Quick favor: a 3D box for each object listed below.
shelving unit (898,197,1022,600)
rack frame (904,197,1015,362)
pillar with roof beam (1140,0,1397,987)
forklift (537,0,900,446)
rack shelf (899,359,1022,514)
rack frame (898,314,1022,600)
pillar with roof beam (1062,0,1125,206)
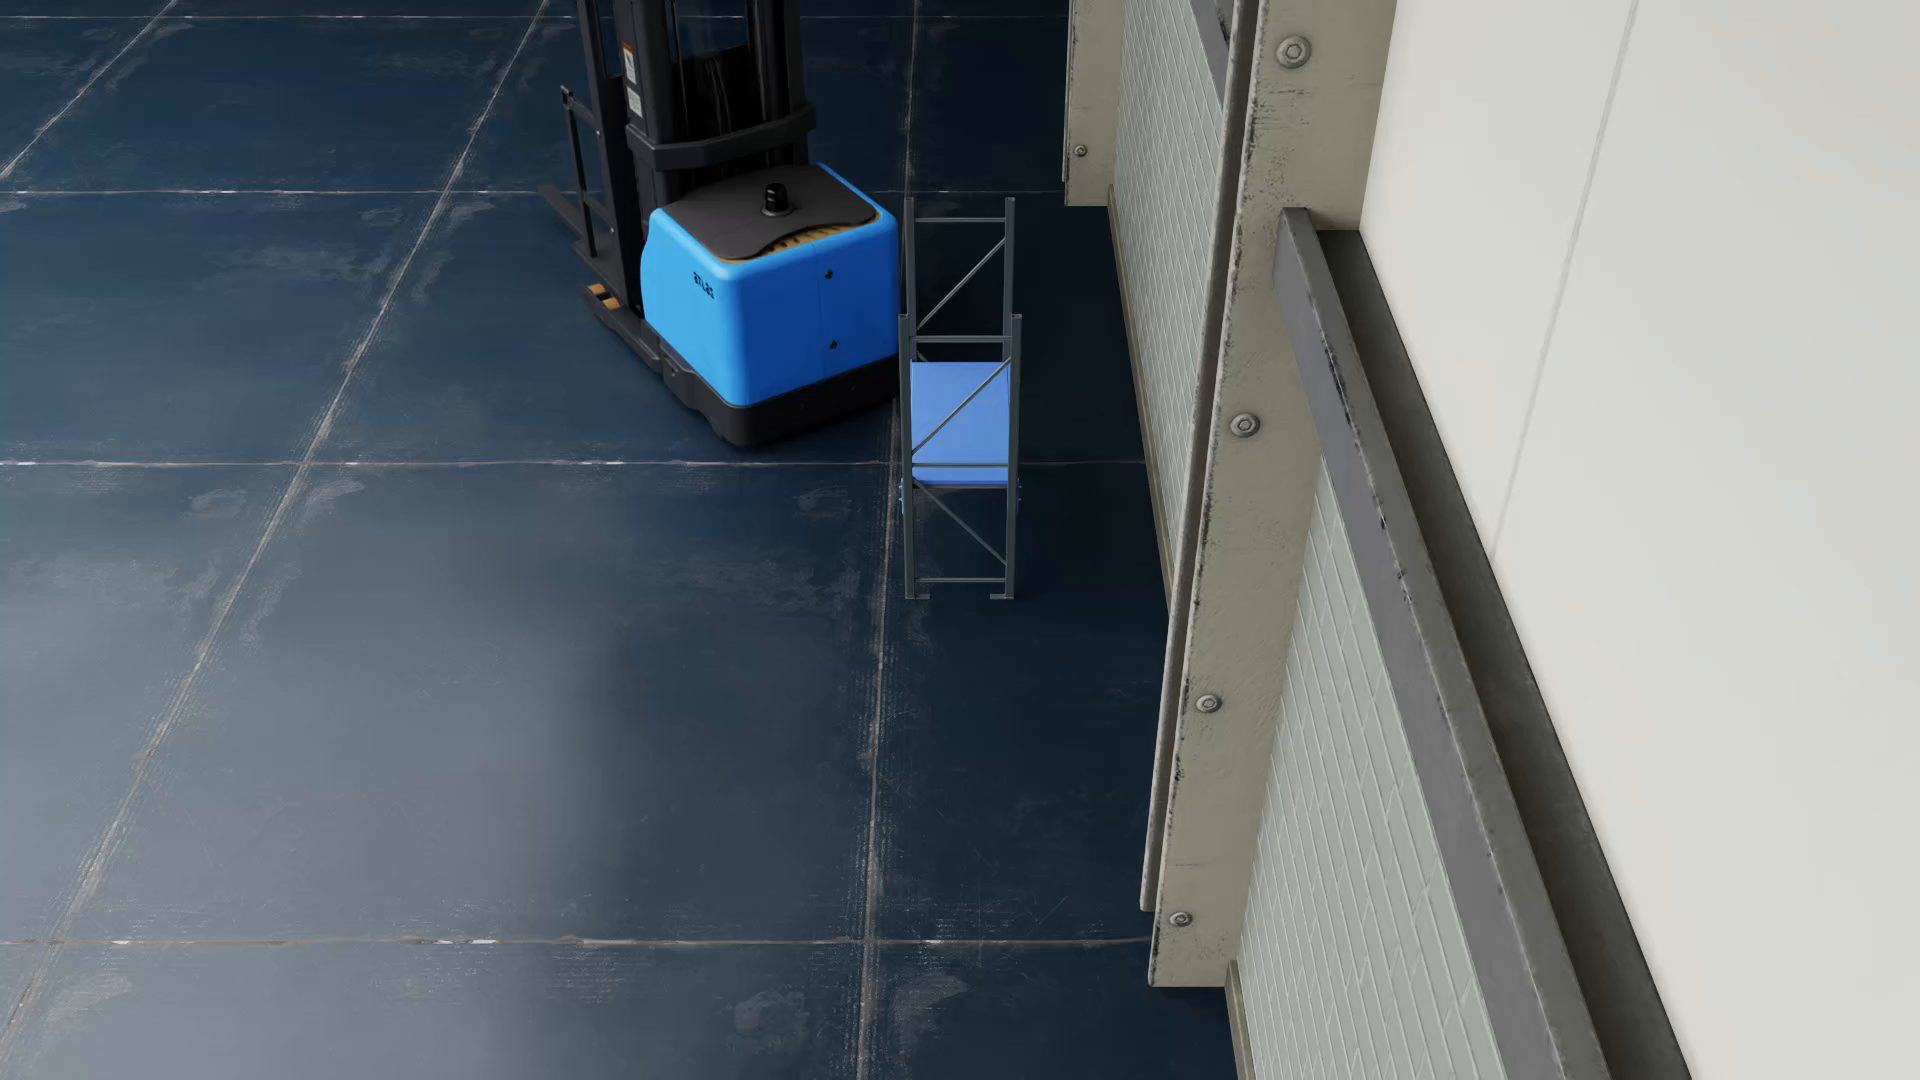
[{"bbox_3d":[0.000,-0.639,7.593,0.538,1.500,1.048,0,39,0],"label":"shelving unit"},{"bbox_3d":[-0.001,-0.956,7.990,0.500,1.500,0.032,0,39,0],"label":"rack frame"},{"bbox_3d":[-3.469,-2.025,3.327,9.100,9.000,0.400,0,39,0],"label":"pillar with roof beam"},{"bbox_3d":[-1.528,-2.508,8.782,1.130,2.935,3.031,-23,44,-26],"label":"forklift"},{"bbox_3d":[0.000,-0.498,7.706,0.538,0.185,1.000,0,39,0],"label":"rack shelf"},{"bbox_3d":[0.000,-0.321,7.196,0.500,1.500,0.032,0,39,0],"label":"rack frame"},{"bbox_3d":[-3.476,-5.777,8.009,9.100,9.000,0.400,0,39,0],"label":"pillar with roof beam"}]
